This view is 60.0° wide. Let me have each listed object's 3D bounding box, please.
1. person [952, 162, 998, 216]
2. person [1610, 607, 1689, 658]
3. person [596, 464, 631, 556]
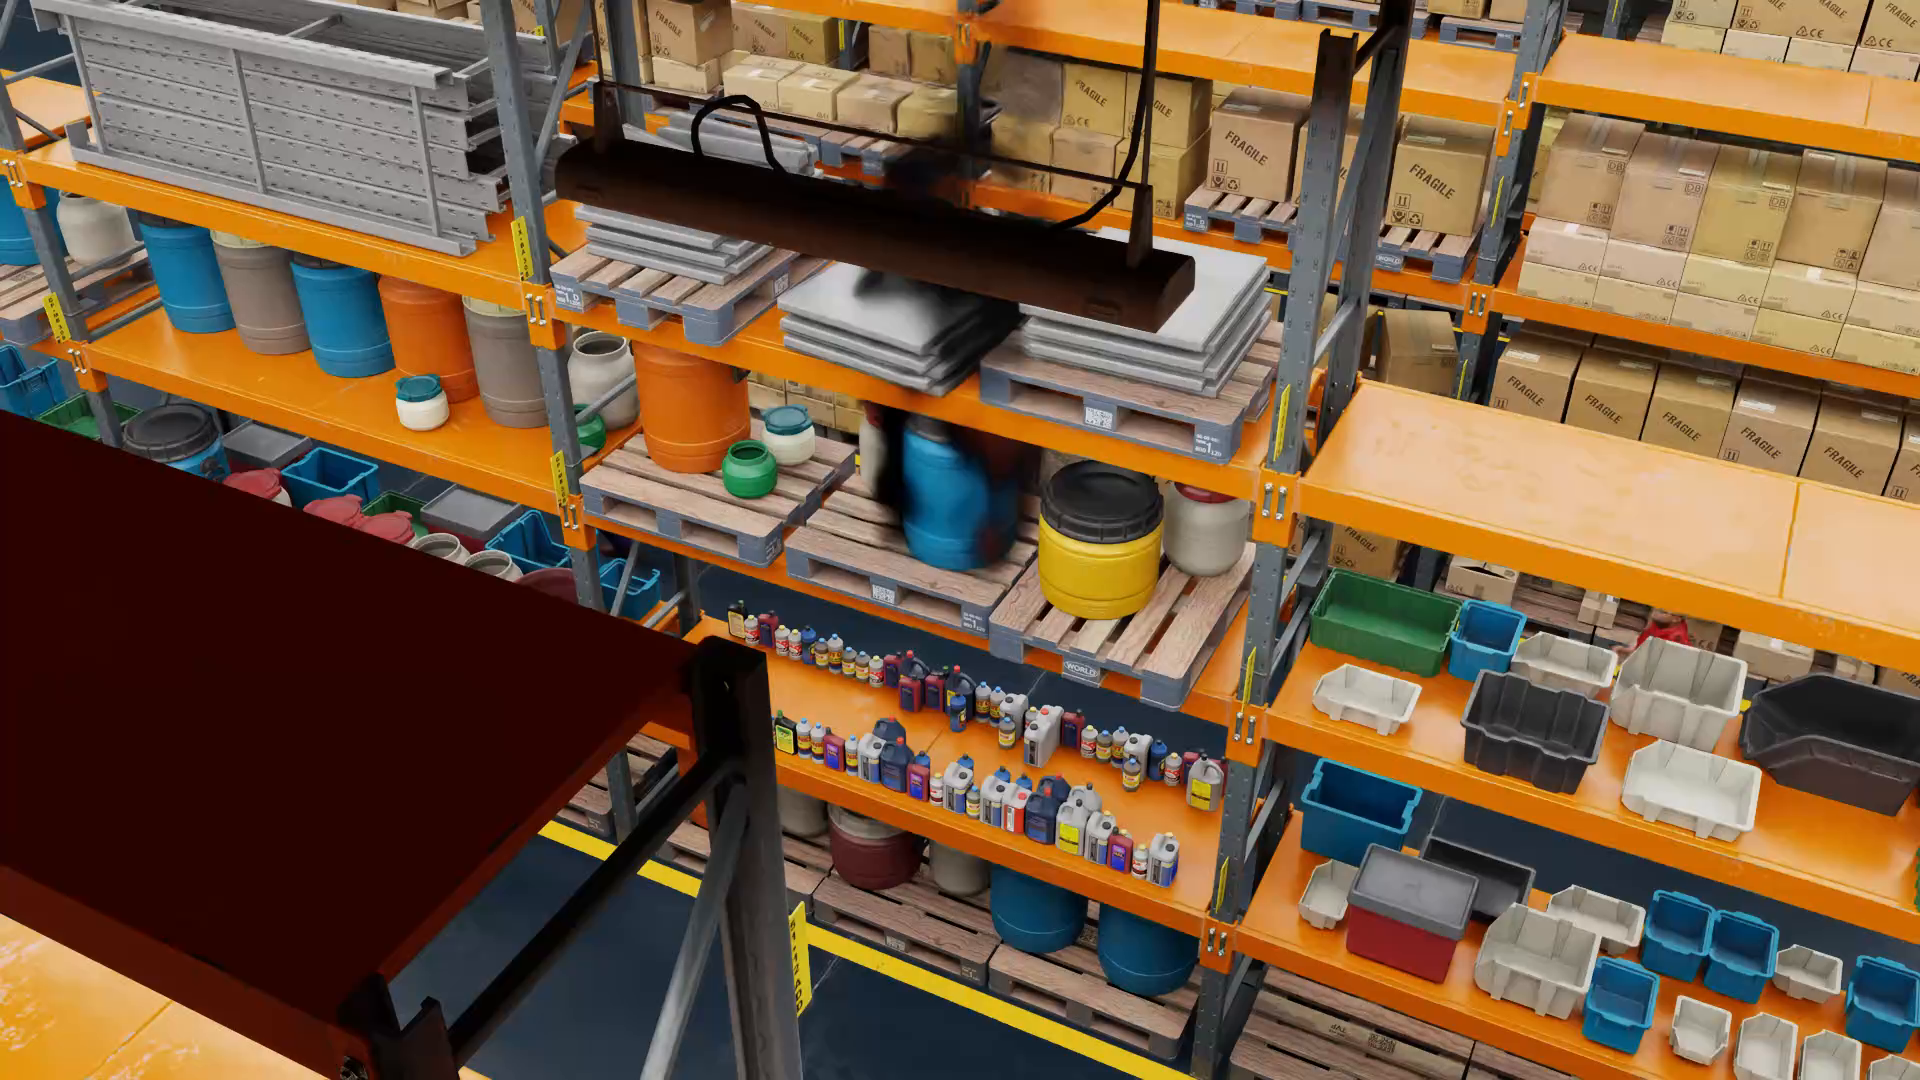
[{"bbox_3d":[0.275,-2.882,16.301,0.837,1.716,0.651,14,38,20],"label":"person"},{"bbox_3d":[4.476,0.695,10.719,0.543,0.891,0.646,11,37,16],"label":"person"},{"bbox_3d":[-2.960,-0.594,13.331,0.588,1.598,0.592,11,37,15],"label":"person"}]
